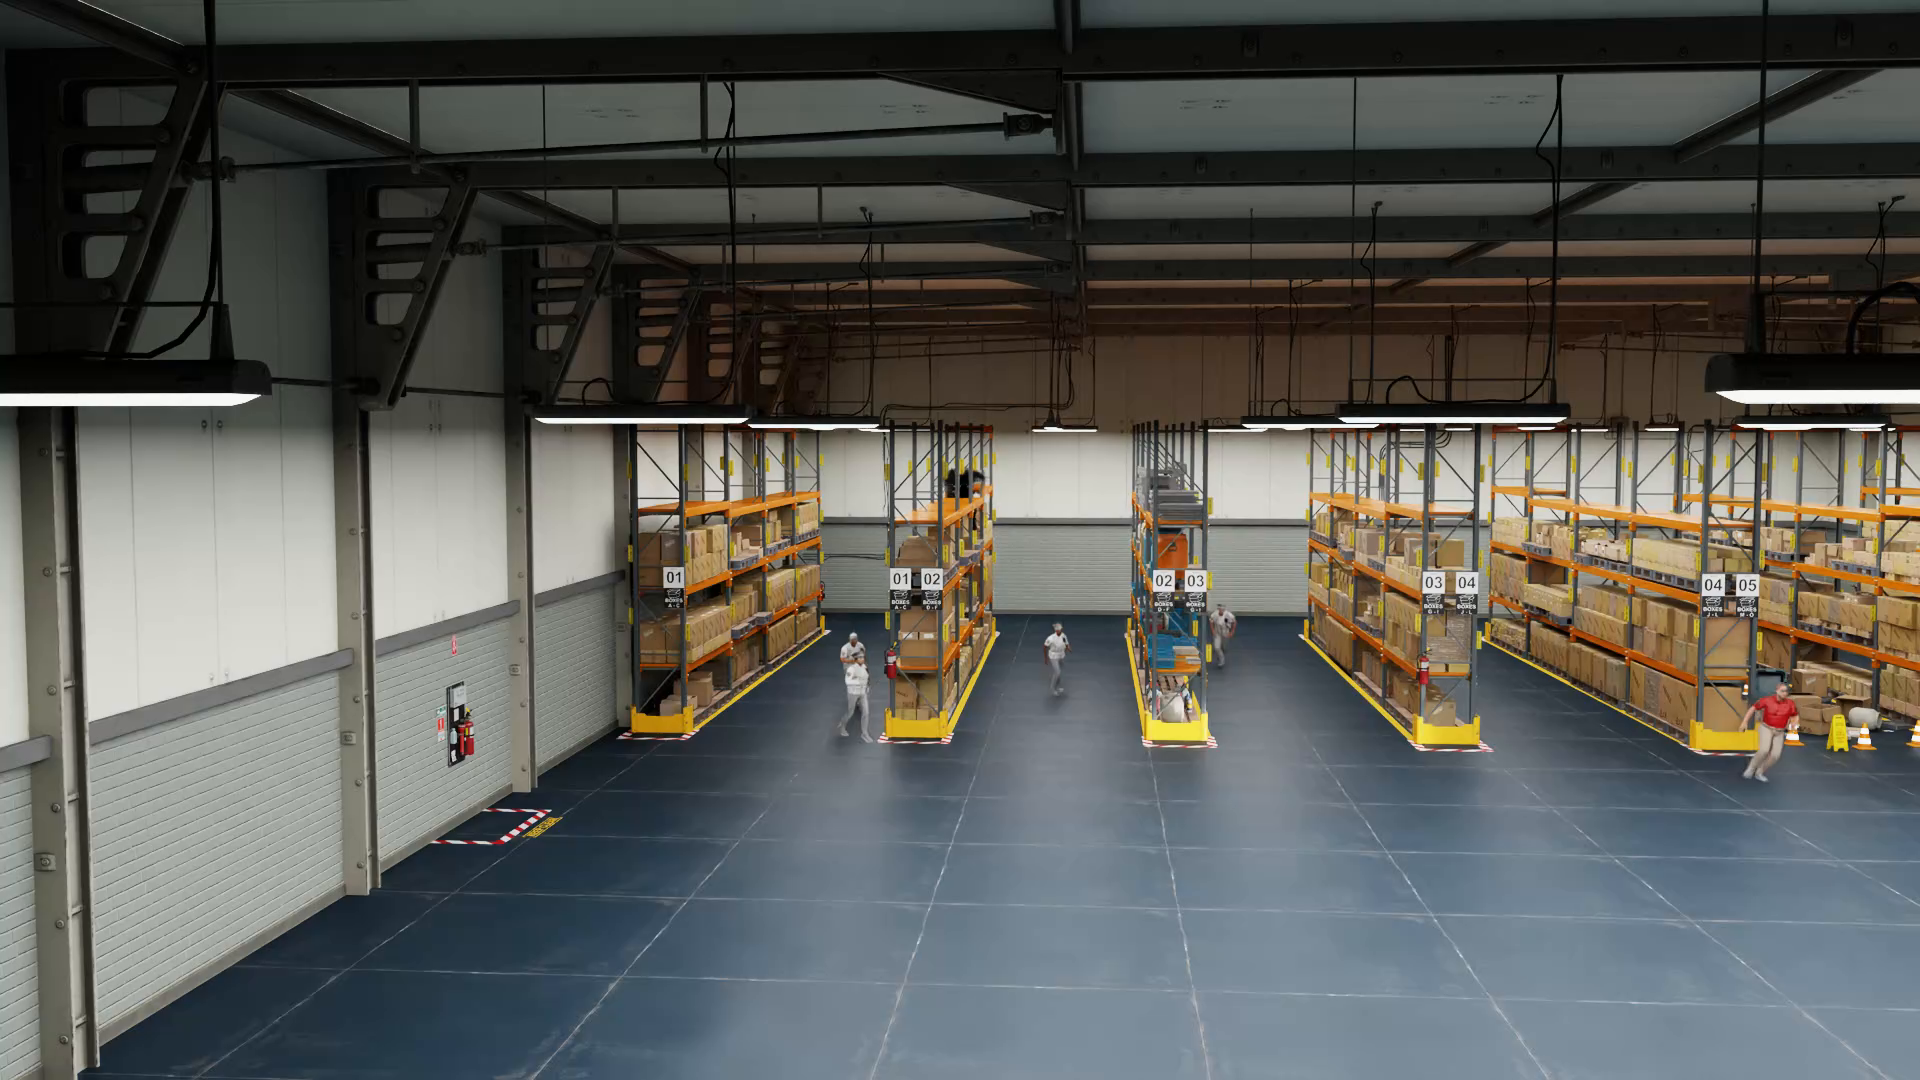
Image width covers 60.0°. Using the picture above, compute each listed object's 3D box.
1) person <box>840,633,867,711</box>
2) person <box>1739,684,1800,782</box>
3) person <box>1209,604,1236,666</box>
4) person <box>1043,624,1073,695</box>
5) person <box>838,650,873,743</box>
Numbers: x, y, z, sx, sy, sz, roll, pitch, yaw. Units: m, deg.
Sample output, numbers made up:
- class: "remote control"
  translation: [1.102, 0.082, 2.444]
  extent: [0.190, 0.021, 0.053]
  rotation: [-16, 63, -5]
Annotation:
- class: "person"
  translation: [-2.215, 2.732, 34.681]
  extent: [0.606, 1.640, 0.952]
  rotation: [-1, 4, -12]
- class: "person"
  translation: [13.413, 3.195, 27.419]
  extent: [0.868, 1.653, 0.630]
  rotation: [0, 4, -3]
- class: "person"
  translation: [6.535, 2.333, 41.318]
  extent: [0.667, 1.572, 0.998]
  rotation: [1, 4, 12]
- class: "person"
  translation: [2.188, 2.640, 36.687]
  extent: [0.621, 1.644, 0.802]
  rotation: [-3, 5, -39]
- class: "person"
  translation: [-1.943, 2.899, 31.106]
  extent: [0.604, 1.706, 0.890]
  rotation: [-3, 5, -40]
